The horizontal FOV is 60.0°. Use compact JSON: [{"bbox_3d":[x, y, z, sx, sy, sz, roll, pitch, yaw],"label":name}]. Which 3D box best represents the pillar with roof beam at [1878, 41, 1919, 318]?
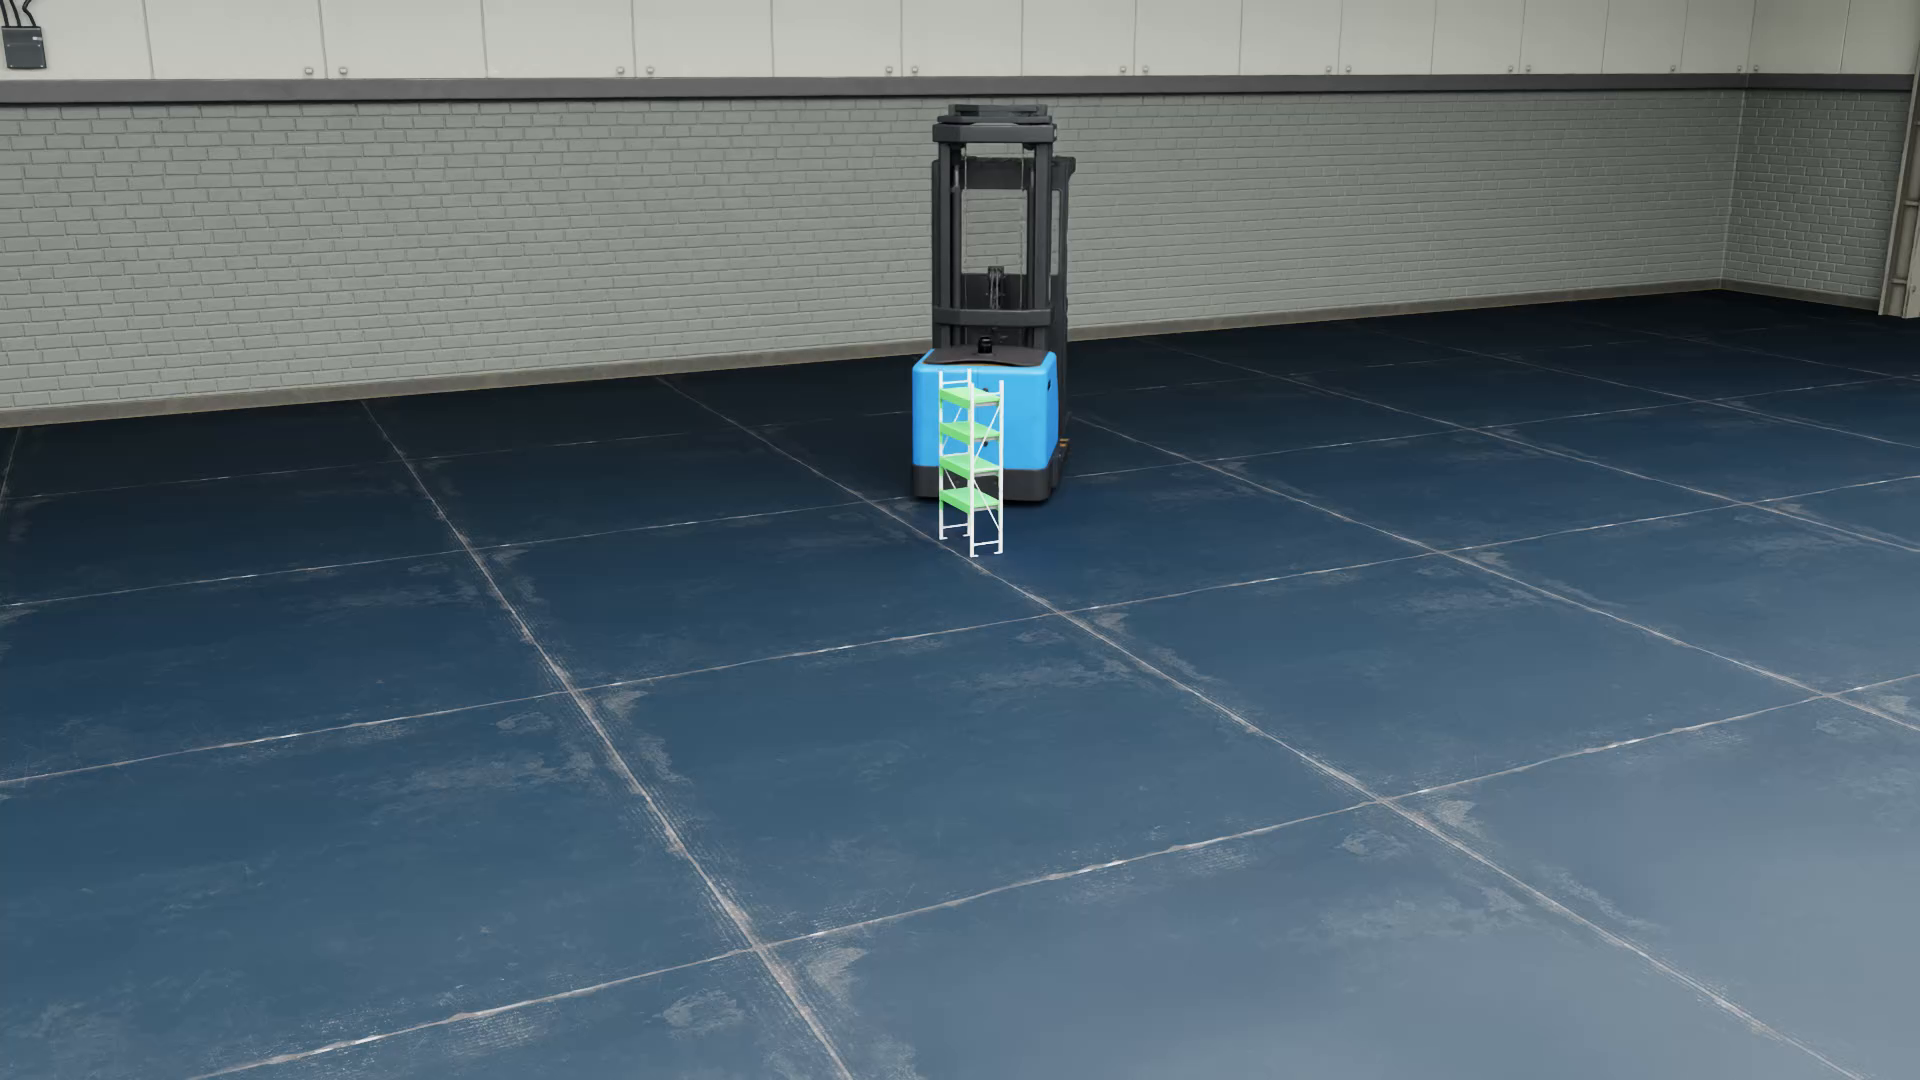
[{"bbox_3d":[8.657,-6.800,19.133,9.100,9.000,0.400,-8,18,-25],"label":"pillar with roof beam"}]

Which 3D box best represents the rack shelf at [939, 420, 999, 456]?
[{"bbox_3d":[0.073,-0.705,11.394,0.258,0.148,0.480,-8,18,-25],"label":"rack shelf"}]

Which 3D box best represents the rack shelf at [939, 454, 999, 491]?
[{"bbox_3d":[0.073,-0.474,11.460,0.258,0.148,0.480,-8,18,-25],"label":"rack shelf"}]

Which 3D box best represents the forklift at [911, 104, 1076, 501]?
[{"bbox_3d":[0.352,-2.063,13.626,1.130,2.935,3.031,2,16,8],"label":"forklift"}]

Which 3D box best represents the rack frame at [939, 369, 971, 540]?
[{"bbox_3d":[-0.034,-0.596,11.653,0.240,1.200,0.015,-8,18,-25],"label":"rack frame"}]

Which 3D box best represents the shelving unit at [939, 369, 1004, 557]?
[{"bbox_3d":[0.073,-0.536,11.442,0.258,1.200,0.503,-8,18,-25],"label":"shelving unit"}]

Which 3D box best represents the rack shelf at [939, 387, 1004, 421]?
[{"bbox_3d":[0.073,-0.936,11.327,0.258,0.148,0.480,-8,18,-25],"label":"rack shelf"}]

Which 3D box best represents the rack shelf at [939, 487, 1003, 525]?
[{"bbox_3d":[0.073,-0.244,11.526,0.258,0.148,0.480,-8,18,-25],"label":"rack shelf"}]

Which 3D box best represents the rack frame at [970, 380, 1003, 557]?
[{"bbox_3d":[0.179,-0.475,11.231,0.240,1.200,0.015,-8,18,-25],"label":"rack frame"}]

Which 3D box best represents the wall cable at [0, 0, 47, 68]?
[{"bbox_3d":[-7.350,-7.182,14.298,2.305,6.003,0.169,-8,18,-25],"label":"wall cable"}]
